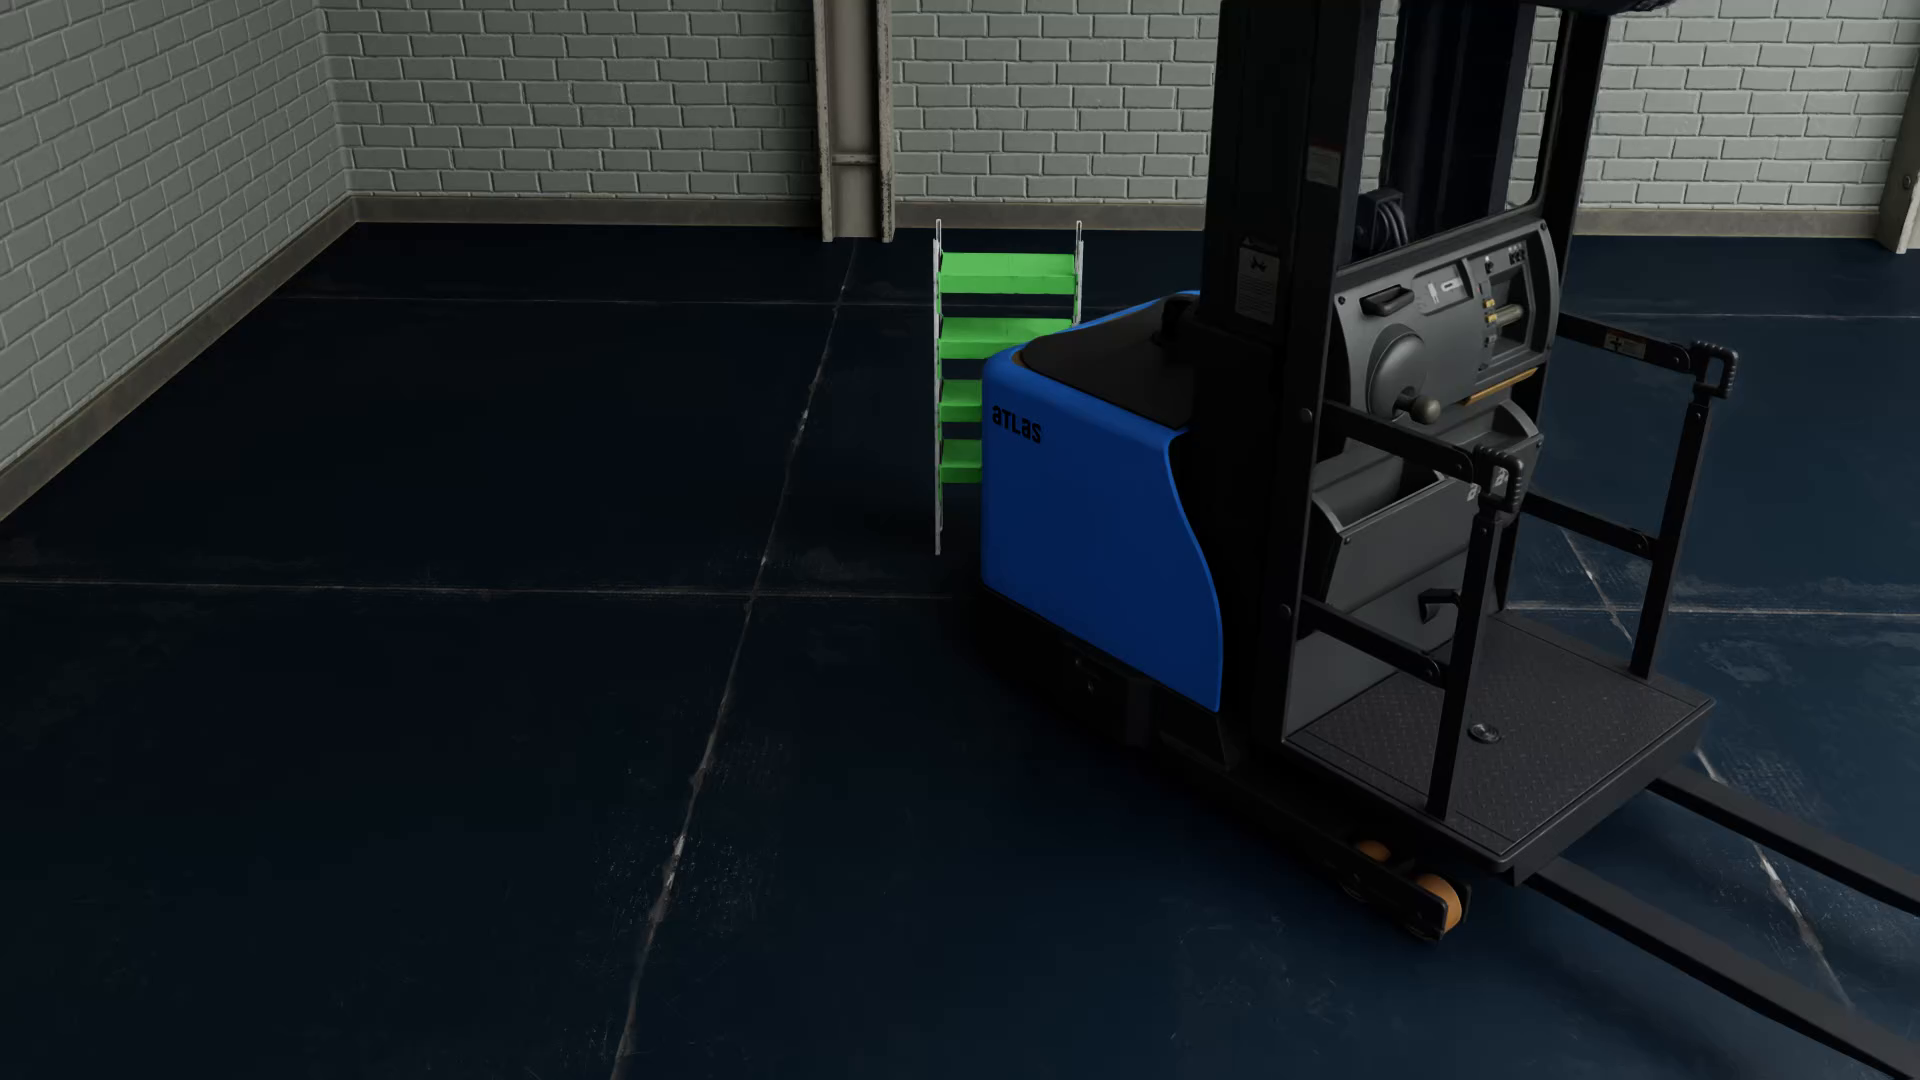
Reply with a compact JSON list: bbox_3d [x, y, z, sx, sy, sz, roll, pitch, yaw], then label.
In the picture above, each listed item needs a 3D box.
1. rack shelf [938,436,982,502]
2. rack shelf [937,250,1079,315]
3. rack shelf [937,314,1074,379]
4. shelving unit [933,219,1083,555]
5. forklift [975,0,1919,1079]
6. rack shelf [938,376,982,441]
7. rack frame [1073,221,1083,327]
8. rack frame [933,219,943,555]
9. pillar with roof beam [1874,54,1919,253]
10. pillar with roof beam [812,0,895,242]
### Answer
[{"bbox_3d":[0.165,-0.259,6.106,0.480,0.148,0.258,1,28,2],"label":"rack shelf"},{"bbox_3d":[0.165,-0.895,5.769,0.480,0.148,0.258,1,28,2],"label":"rack shelf"},{"bbox_3d":[0.165,-0.683,5.881,0.480,0.148,0.258,1,28,2],"label":"rack shelf"},{"bbox_3d":[0.165,-0.527,5.964,0.503,1.200,0.258,1,28,2],"label":"shelving unit"},{"bbox_3d":[1.400,-0.532,4.125,1.130,2.935,3.031,-22,35,-36],"label":"forklift"},{"bbox_3d":[0.165,-0.471,5.994,0.480,0.148,0.258,1,28,2],"label":"rack shelf"},{"bbox_3d":[0.409,-0.523,5.956,0.015,1.200,0.240,1,28,2],"label":"rack frame"},{"bbox_3d":[-0.078,-0.531,5.971,0.015,1.200,0.240,1,28,2],"label":"rack frame"},{"bbox_3d":[5.263,-3.627,3.484,0.400,9.000,9.100,1,28,2],"label":"pillar with roof beam"},{"bbox_3d":[-0.733,-3.726,3.671,0.400,9.000,9.100,1,28,2],"label":"pillar with roof beam"}]
